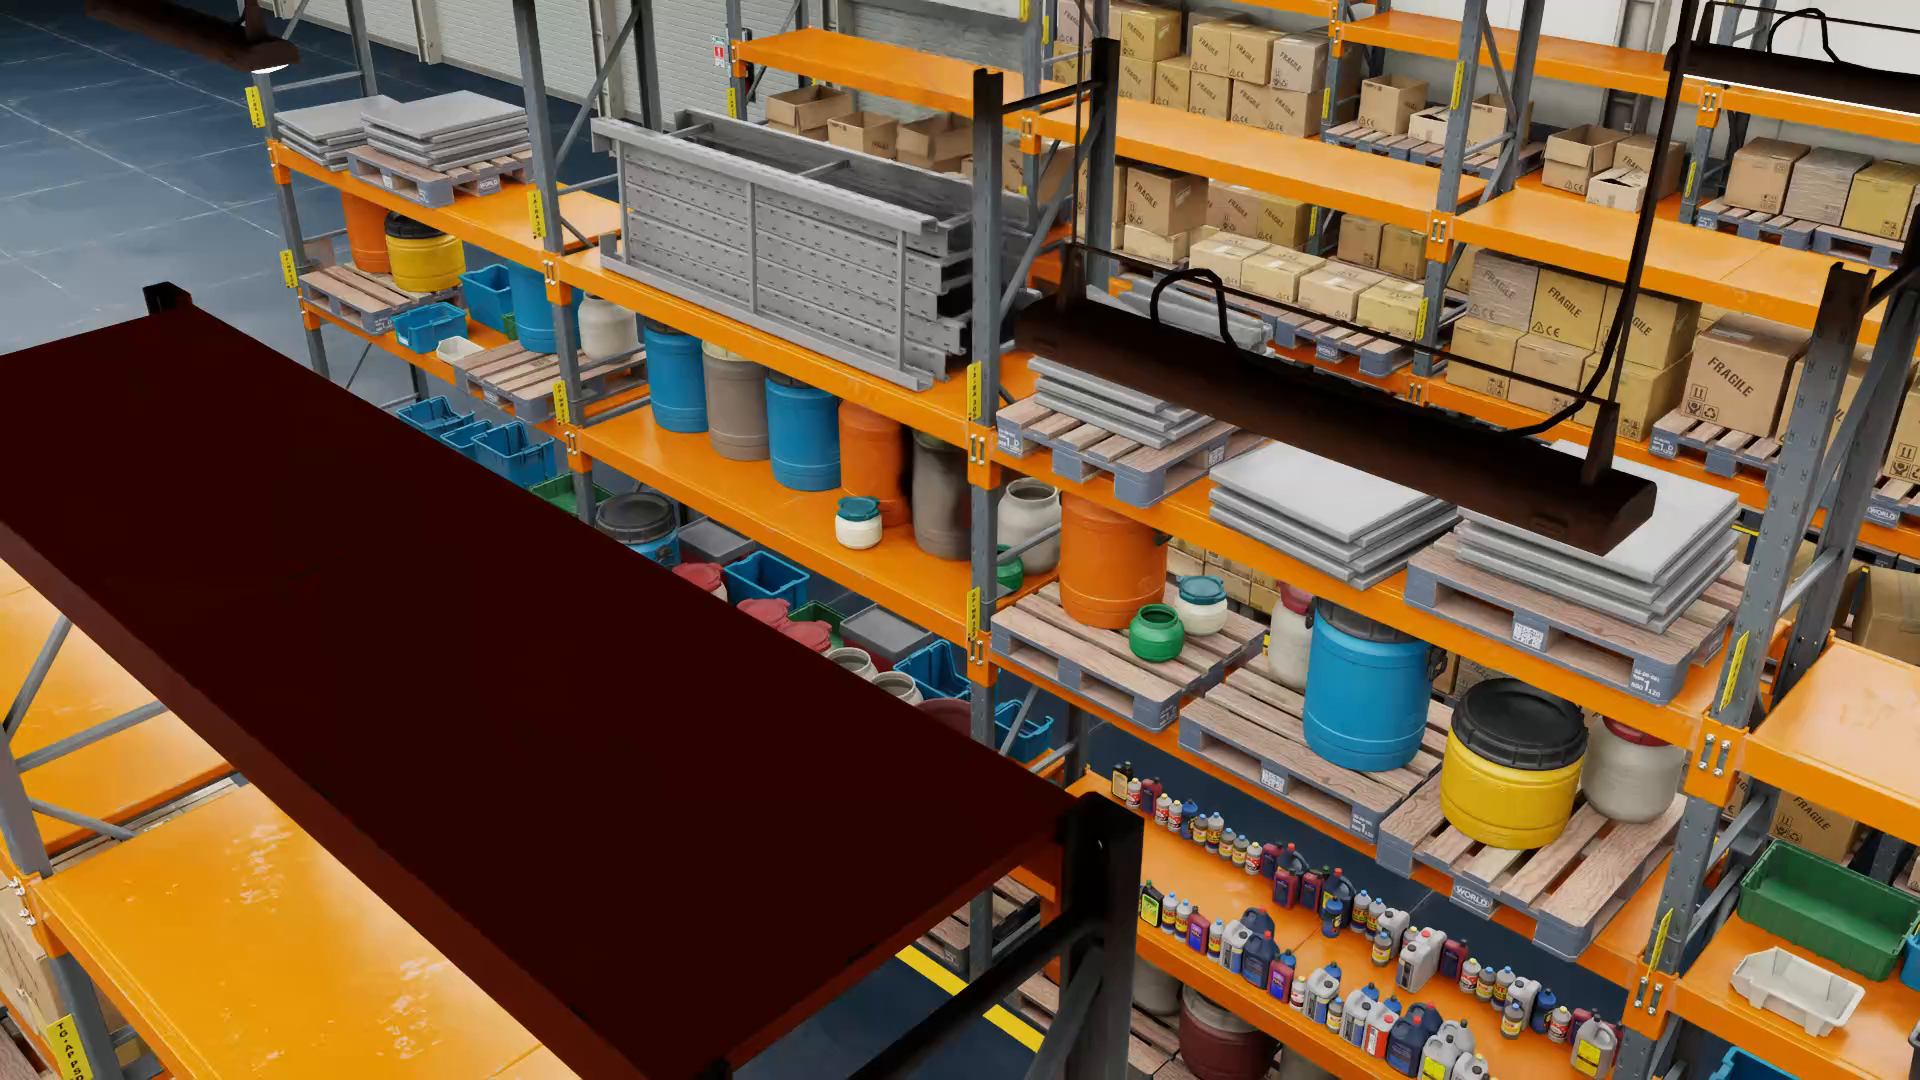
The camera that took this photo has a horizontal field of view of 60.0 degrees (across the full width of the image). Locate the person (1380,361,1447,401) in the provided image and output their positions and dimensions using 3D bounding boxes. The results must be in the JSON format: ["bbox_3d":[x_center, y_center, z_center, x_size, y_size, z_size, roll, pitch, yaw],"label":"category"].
[{"bbox_3d":[4.448,-1.293,16.659,0.932,1.796,0.680,20,35,32],"label":"person"}]
